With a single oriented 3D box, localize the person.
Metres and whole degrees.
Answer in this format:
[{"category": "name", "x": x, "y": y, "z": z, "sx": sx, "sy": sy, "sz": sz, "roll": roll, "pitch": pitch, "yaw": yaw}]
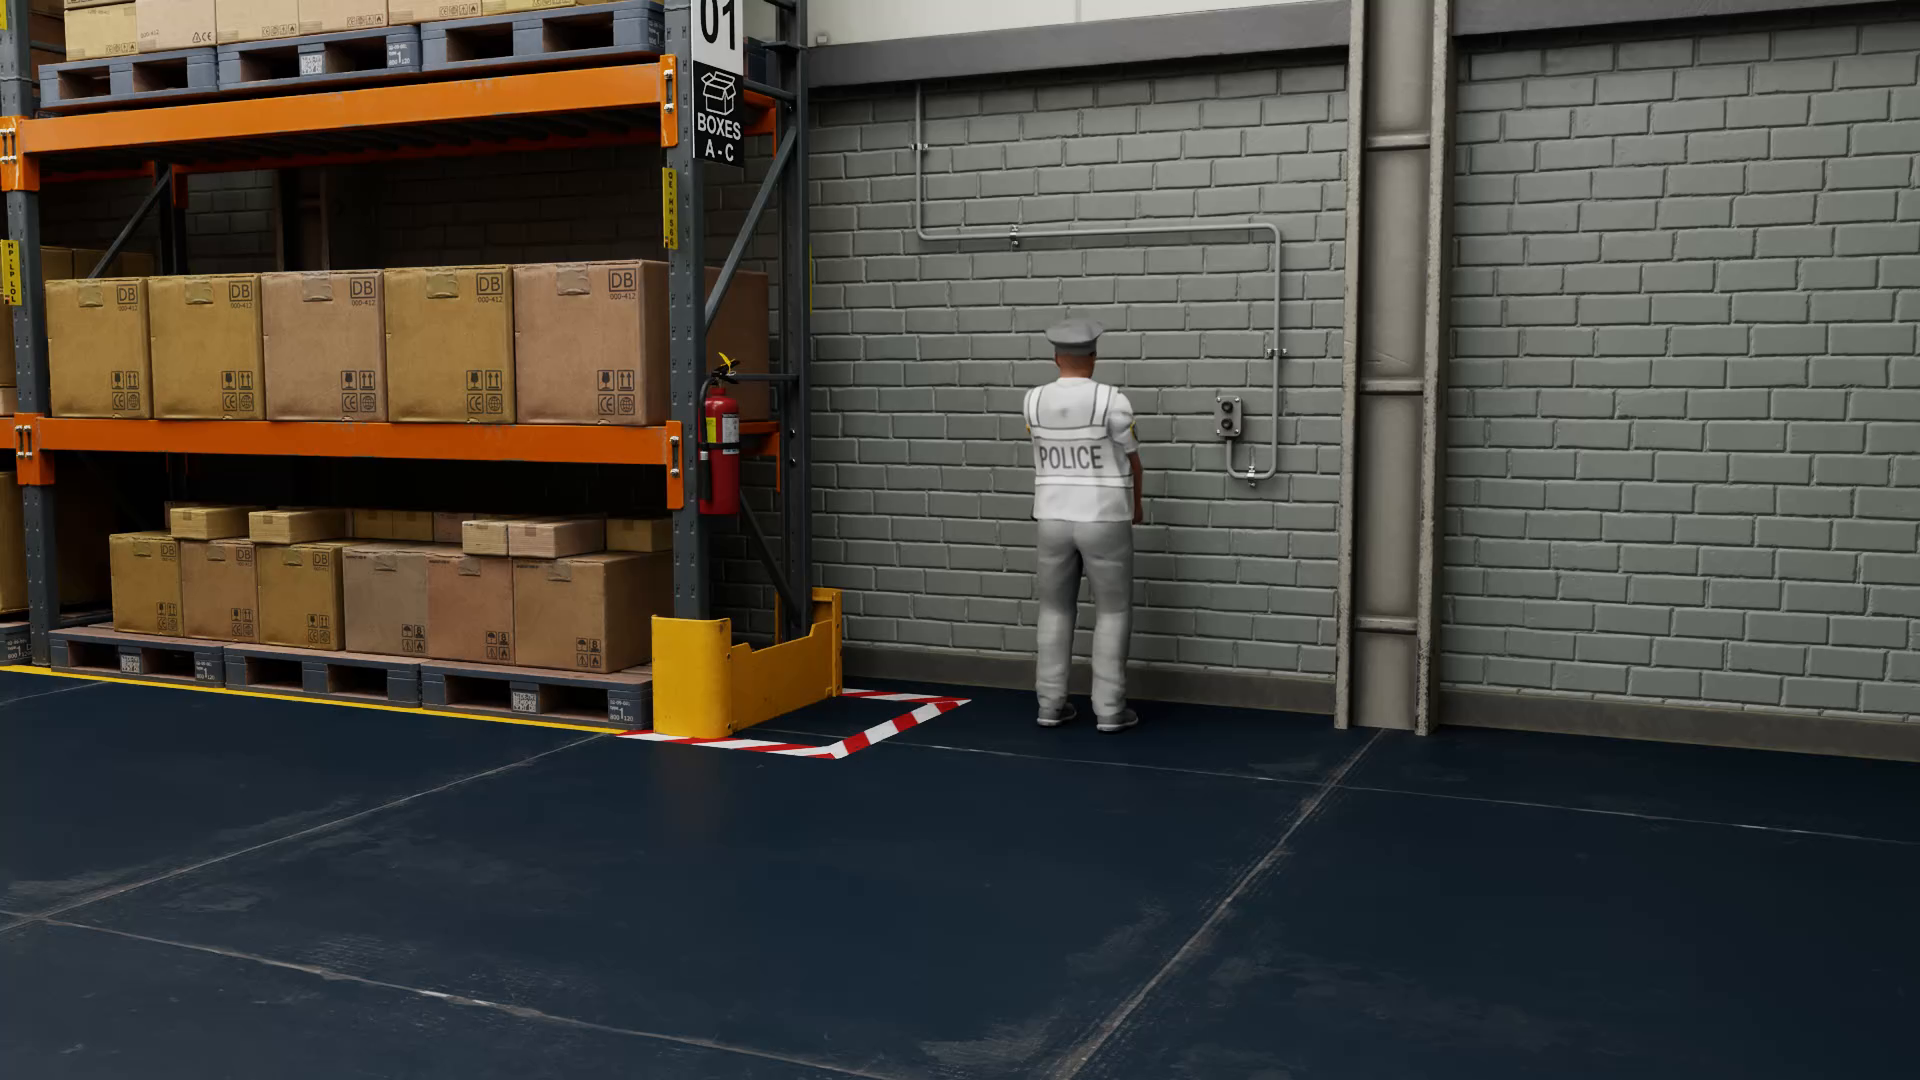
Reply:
[{"category": "person", "x": 0.556, "y": -0.077, "z": 7.220, "sx": 0.494, "sy": 1.767, "sz": 0.556, "roll": 3, "pitch": 6, "yaw": 25}]
